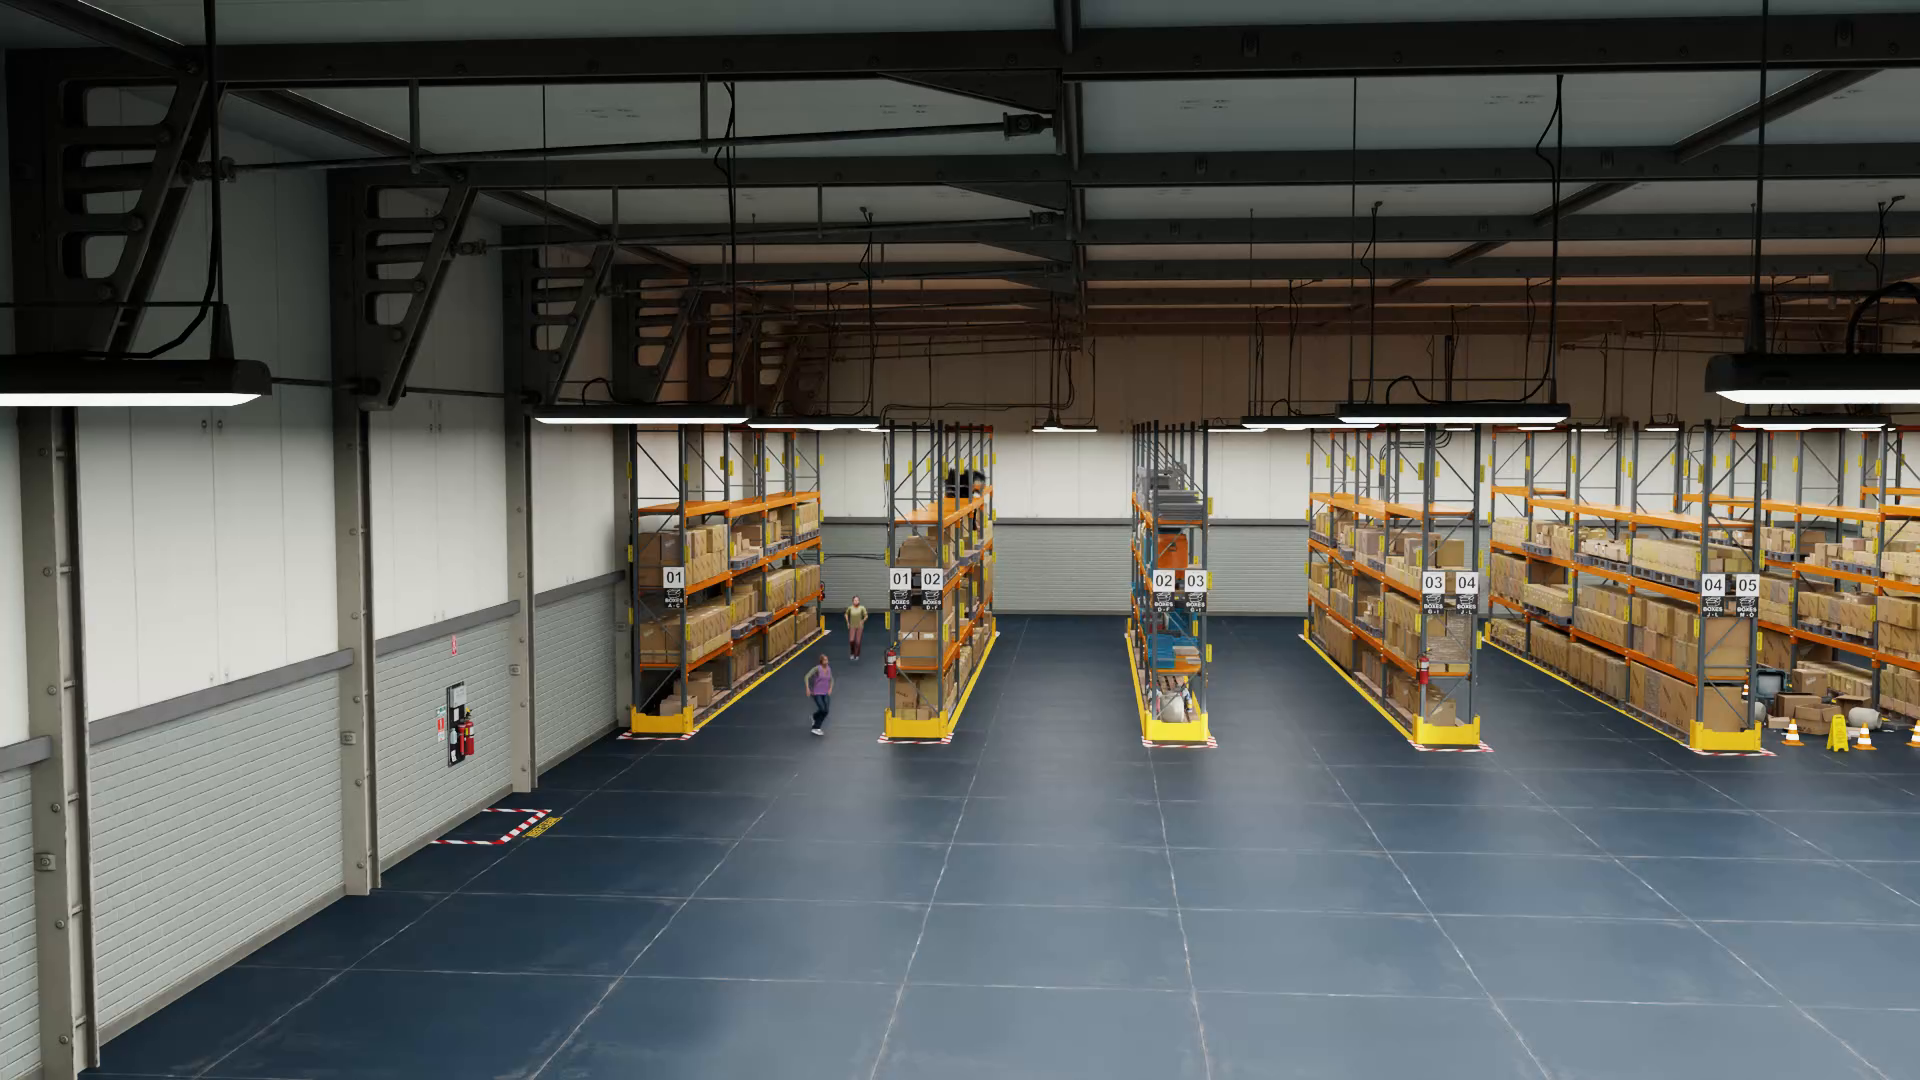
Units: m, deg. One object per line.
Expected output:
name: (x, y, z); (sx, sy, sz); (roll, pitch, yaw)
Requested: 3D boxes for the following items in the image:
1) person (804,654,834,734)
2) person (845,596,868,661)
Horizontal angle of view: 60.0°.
person: (-2.652, 2.948, 31.710); (0.605, 1.546, 0.470); (-3, 5, -38)
person: (-2.625, 2.232, 42.092); (0.594, 1.647, 0.609); (0, 4, 0)
